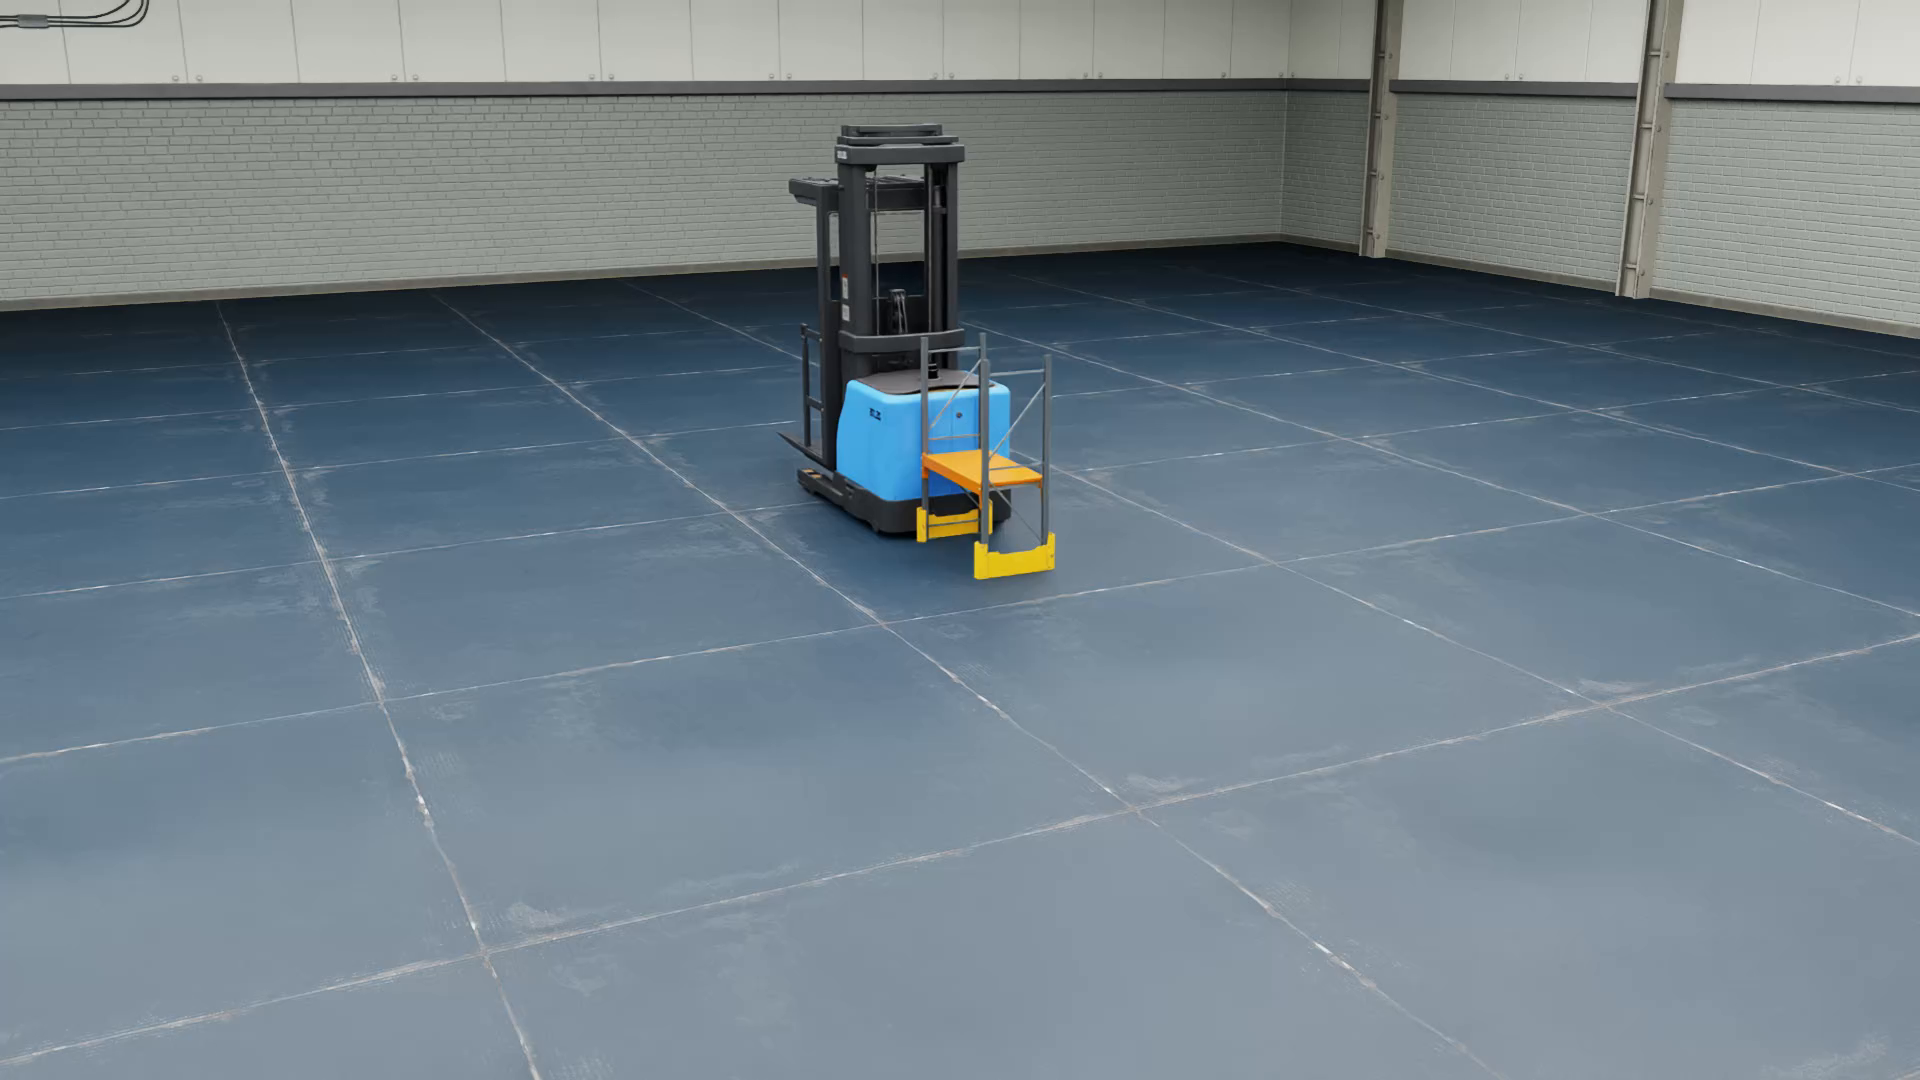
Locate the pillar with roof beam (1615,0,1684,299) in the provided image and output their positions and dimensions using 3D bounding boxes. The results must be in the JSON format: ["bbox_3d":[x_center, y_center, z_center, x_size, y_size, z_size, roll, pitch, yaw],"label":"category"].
[{"bbox_3d":[6.246,-7.466,21.952,9.100,9.000,0.400,-8,18,-25],"label":"pillar with roof beam"}]

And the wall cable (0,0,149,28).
[{"bbox_3d":[-12.390,-9.335,22.302,2.305,6.003,0.169,-8,18,-25],"label":"wall cable"}]

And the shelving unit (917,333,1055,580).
[{"bbox_3d":[0.169,-0.616,11.679,0.587,1.500,1.083,-7,18,-24],"label":"shelving unit"}]

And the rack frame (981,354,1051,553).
[{"bbox_3d":[0.377,-0.491,11.243,0.500,1.500,0.032,-7,18,-24],"label":"rack frame"}]

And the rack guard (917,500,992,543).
[{"bbox_3d":[-0.039,-0.140,12.286,0.587,0.250,0.087,-7,18,-24],"label":"rack guard"}]

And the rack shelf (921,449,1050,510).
[{"bbox_3d":[0.165,-0.446,11.737,0.538,0.185,1.000,-7,18,-24],"label":"rack shelf"}]

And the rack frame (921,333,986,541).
[{"bbox_3d":[-0.047,-0.746,12.131,0.500,1.500,0.032,-7,18,-24],"label":"rack frame"}]

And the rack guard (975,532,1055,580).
[{"bbox_3d":[0.377,0.109,11.416,0.587,0.250,0.087,-7,18,-24],"label":"rack guard"}]

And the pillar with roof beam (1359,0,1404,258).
[{"bbox_3d":[3.618,-8.953,27.137,9.100,9.000,0.400,-8,18,-25],"label":"pillar with roof beam"}]

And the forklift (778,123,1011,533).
[{"bbox_3d":[-0.687,-1.822,13.285,1.130,2.935,3.031,-7,18,-24],"label":"forklift"}]
